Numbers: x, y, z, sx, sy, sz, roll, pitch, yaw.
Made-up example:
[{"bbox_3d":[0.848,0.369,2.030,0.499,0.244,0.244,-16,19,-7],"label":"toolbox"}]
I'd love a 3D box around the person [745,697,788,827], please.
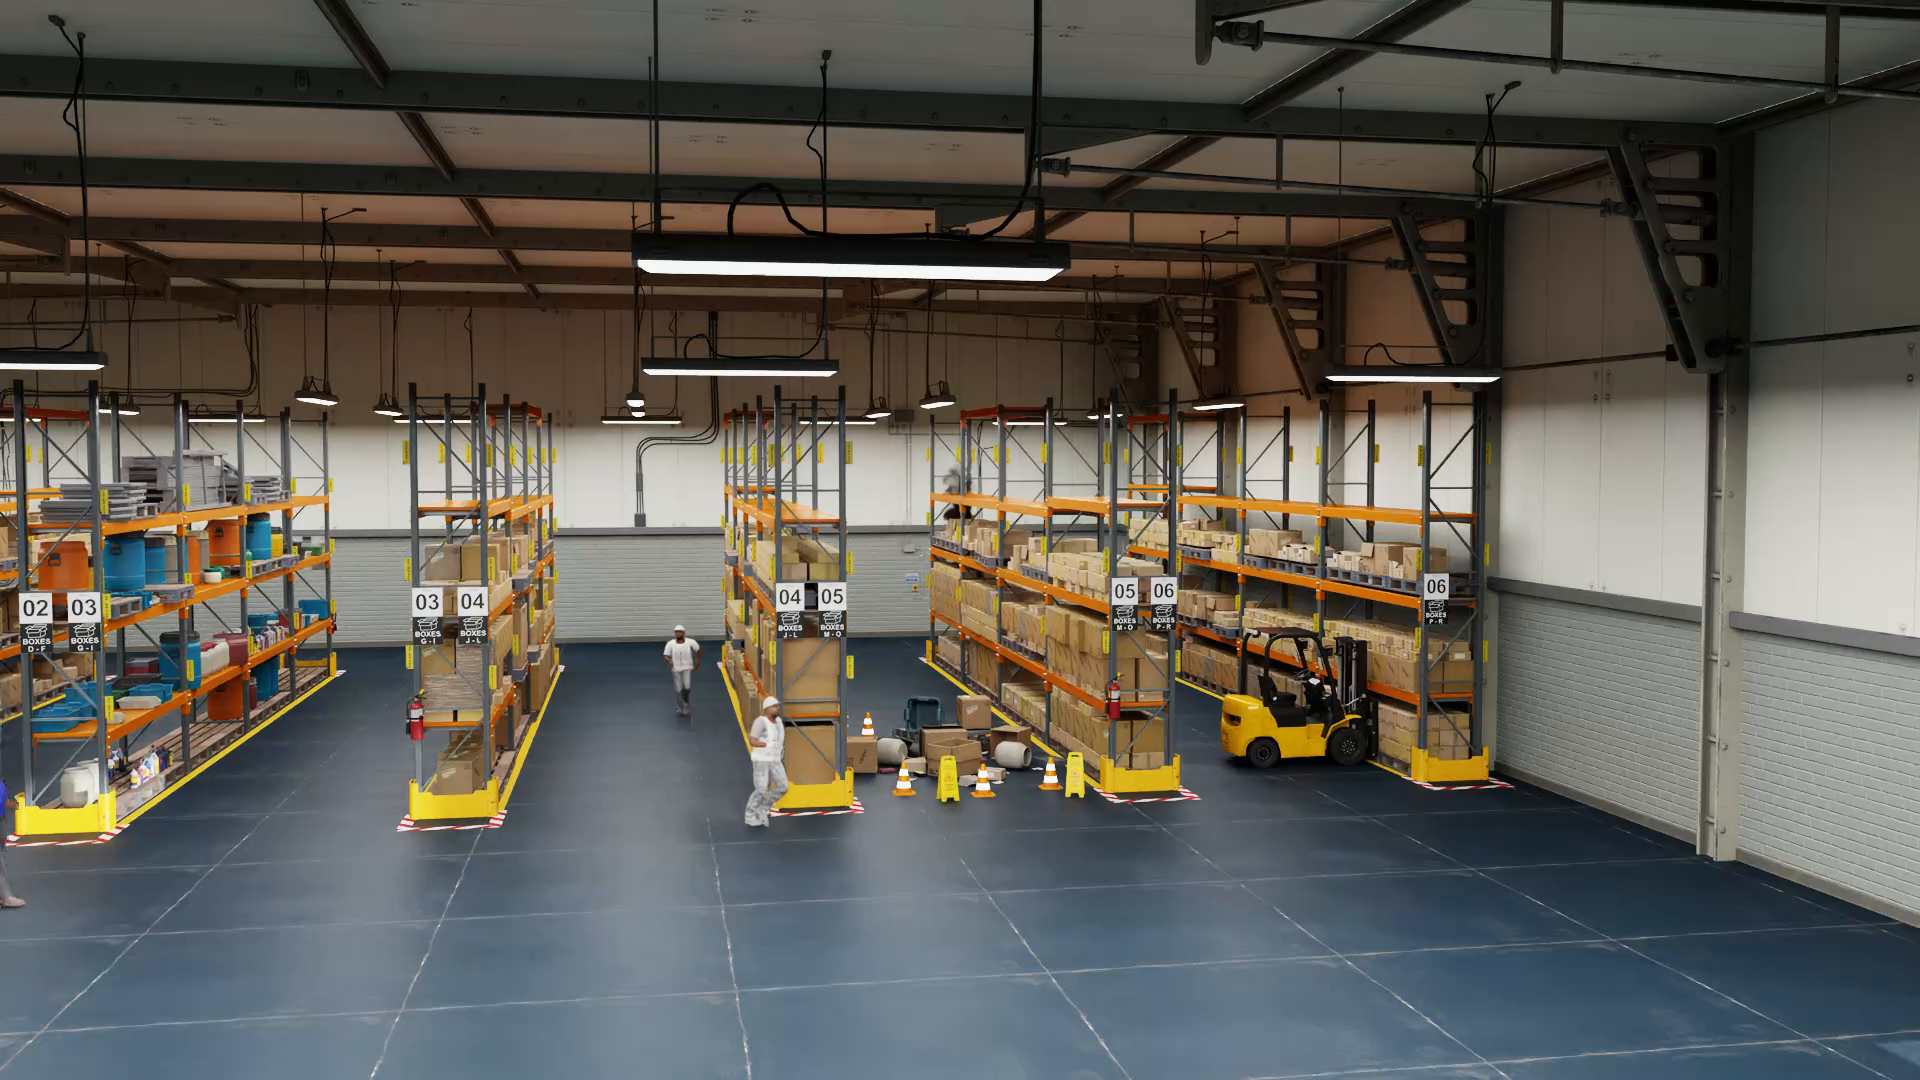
[{"bbox_3d":[-2.534,2.994,22.415,0.656,1.761,0.685,2,4,37],"label":"person"}]

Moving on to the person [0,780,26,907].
[{"bbox_3d":[-10.796,3.225,18.467,0.931,1.634,0.581,1,3,12],"label":"person"}]

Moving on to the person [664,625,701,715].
[{"bbox_3d":[-5.363,2.510,32.091,0.712,1.737,0.652,0,3,-4],"label":"person"}]
